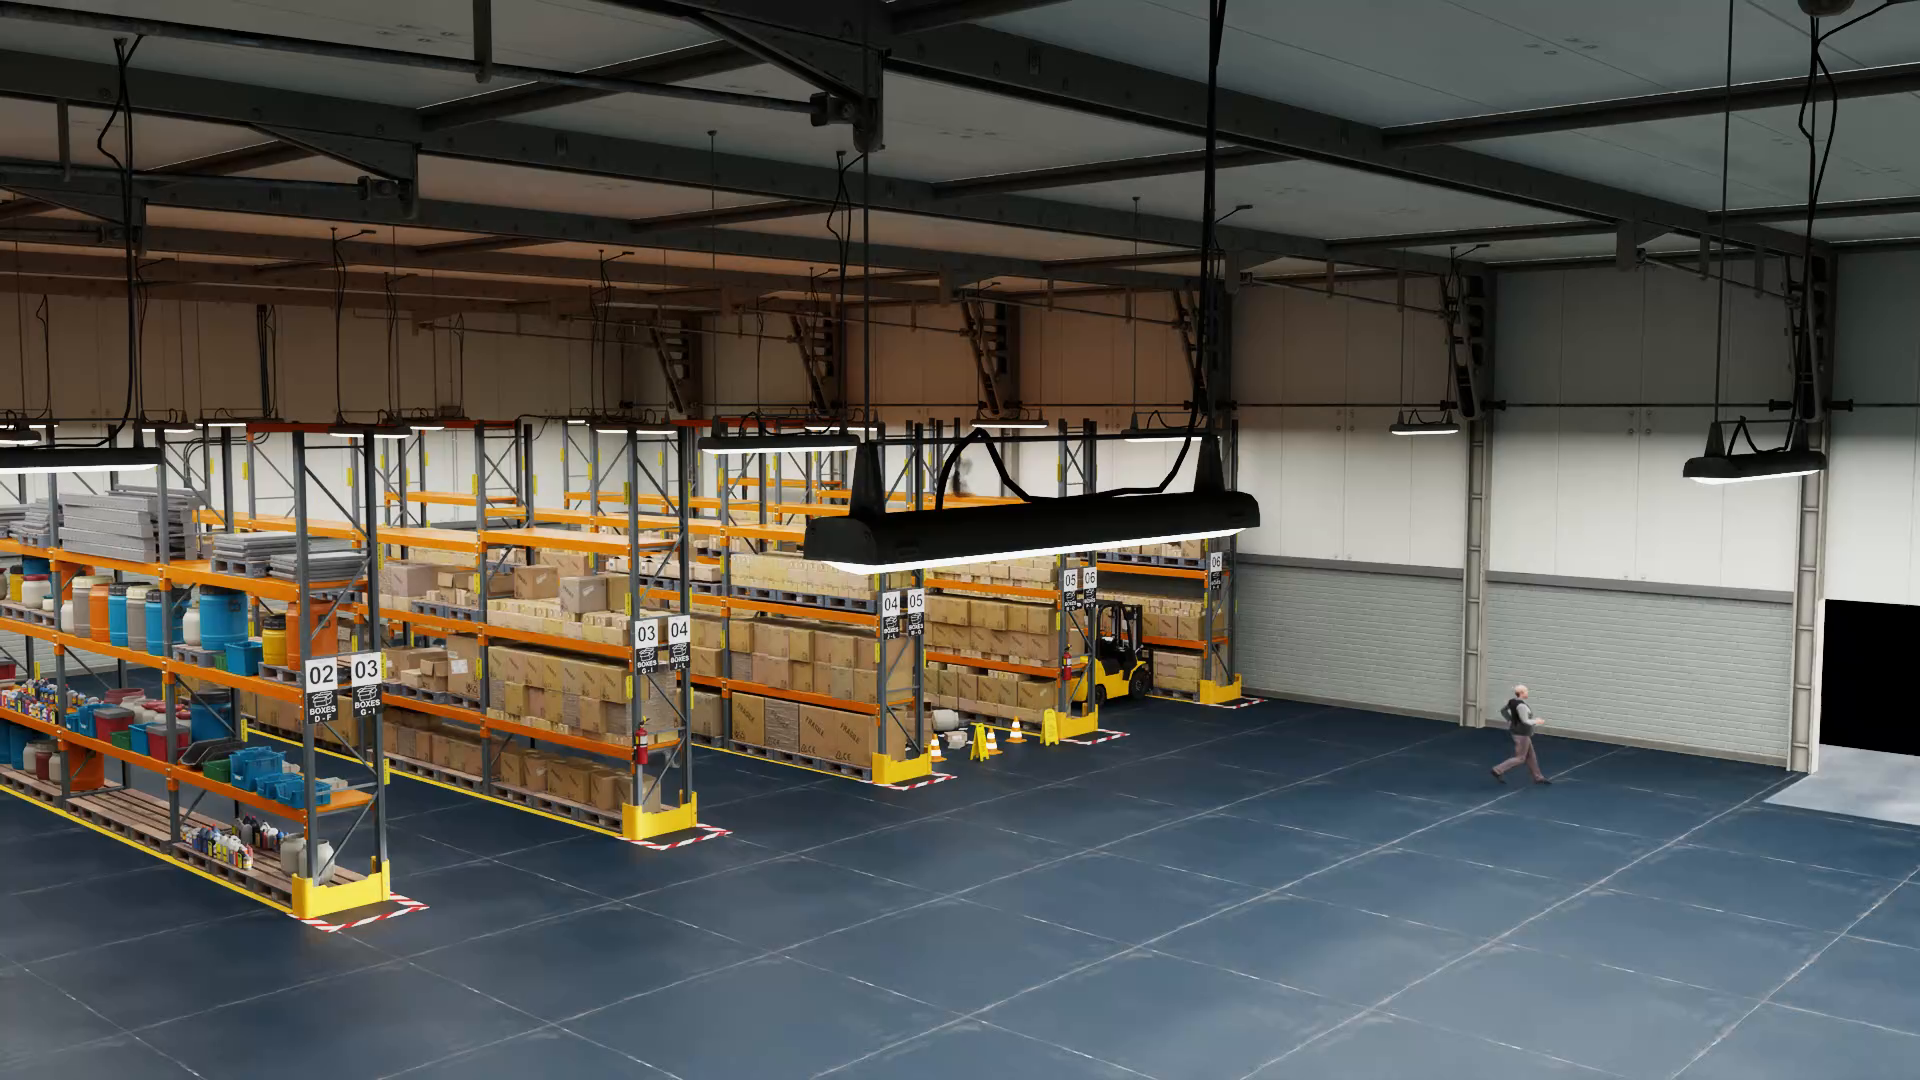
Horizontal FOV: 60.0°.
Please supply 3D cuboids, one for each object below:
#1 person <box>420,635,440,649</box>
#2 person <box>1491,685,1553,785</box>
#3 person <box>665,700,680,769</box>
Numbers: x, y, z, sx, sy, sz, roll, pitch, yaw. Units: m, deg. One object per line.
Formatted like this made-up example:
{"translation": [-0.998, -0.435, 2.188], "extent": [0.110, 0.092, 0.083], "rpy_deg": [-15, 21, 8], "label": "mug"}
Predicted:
{"translation": [-12.852, 2.227, 40.440], "extent": [0.567, 1.623, 0.568], "rpy_deg": [3, 6, 36], "label": "person"}
{"translation": [9.266, 3.218, 27.375], "extent": [1.054, 1.681, 0.672], "rpy_deg": [0, 5, 3], "label": "person"}
{"translation": [-5.242, 3.151, 29.014], "extent": [0.831, 1.658, 0.612], "rpy_deg": [3, 5, 30], "label": "person"}
